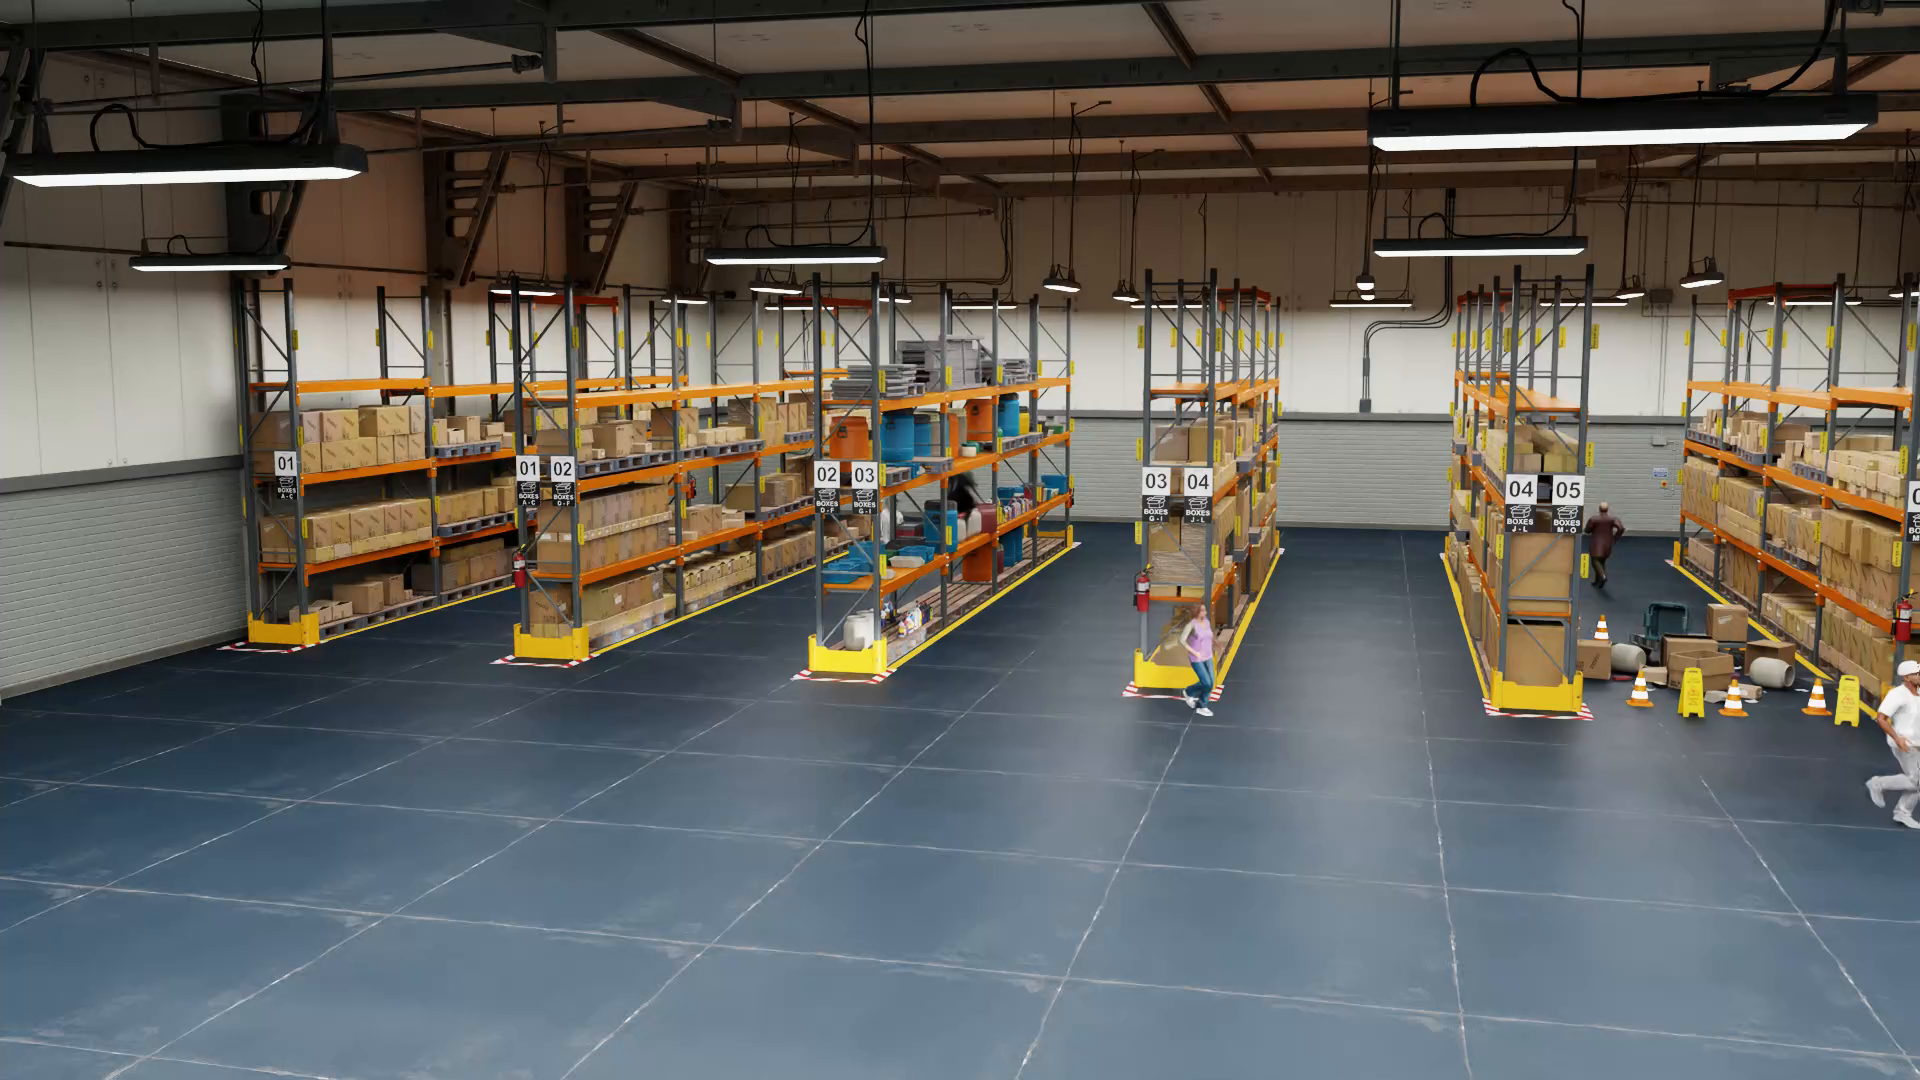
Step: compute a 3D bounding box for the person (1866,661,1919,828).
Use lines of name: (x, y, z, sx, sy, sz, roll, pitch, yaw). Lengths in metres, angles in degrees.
person: (9.798, 2.100, 17.273, 0.716, 1.733, 0.583, -5, 8, -33)

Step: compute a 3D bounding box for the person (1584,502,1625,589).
person: (12.854, 0.112, 33.304, 0.710, 1.754, 1.056, 0, 7, 2)

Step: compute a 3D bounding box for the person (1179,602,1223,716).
person: (3.192, 1.595, 22.190, 0.559, 1.552, 0.583, -6, 9, -42)

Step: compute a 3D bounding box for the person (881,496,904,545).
person: (-1.363, 0.010, 32.499, 0.638, 1.755, 0.763, 2, 7, 16)
